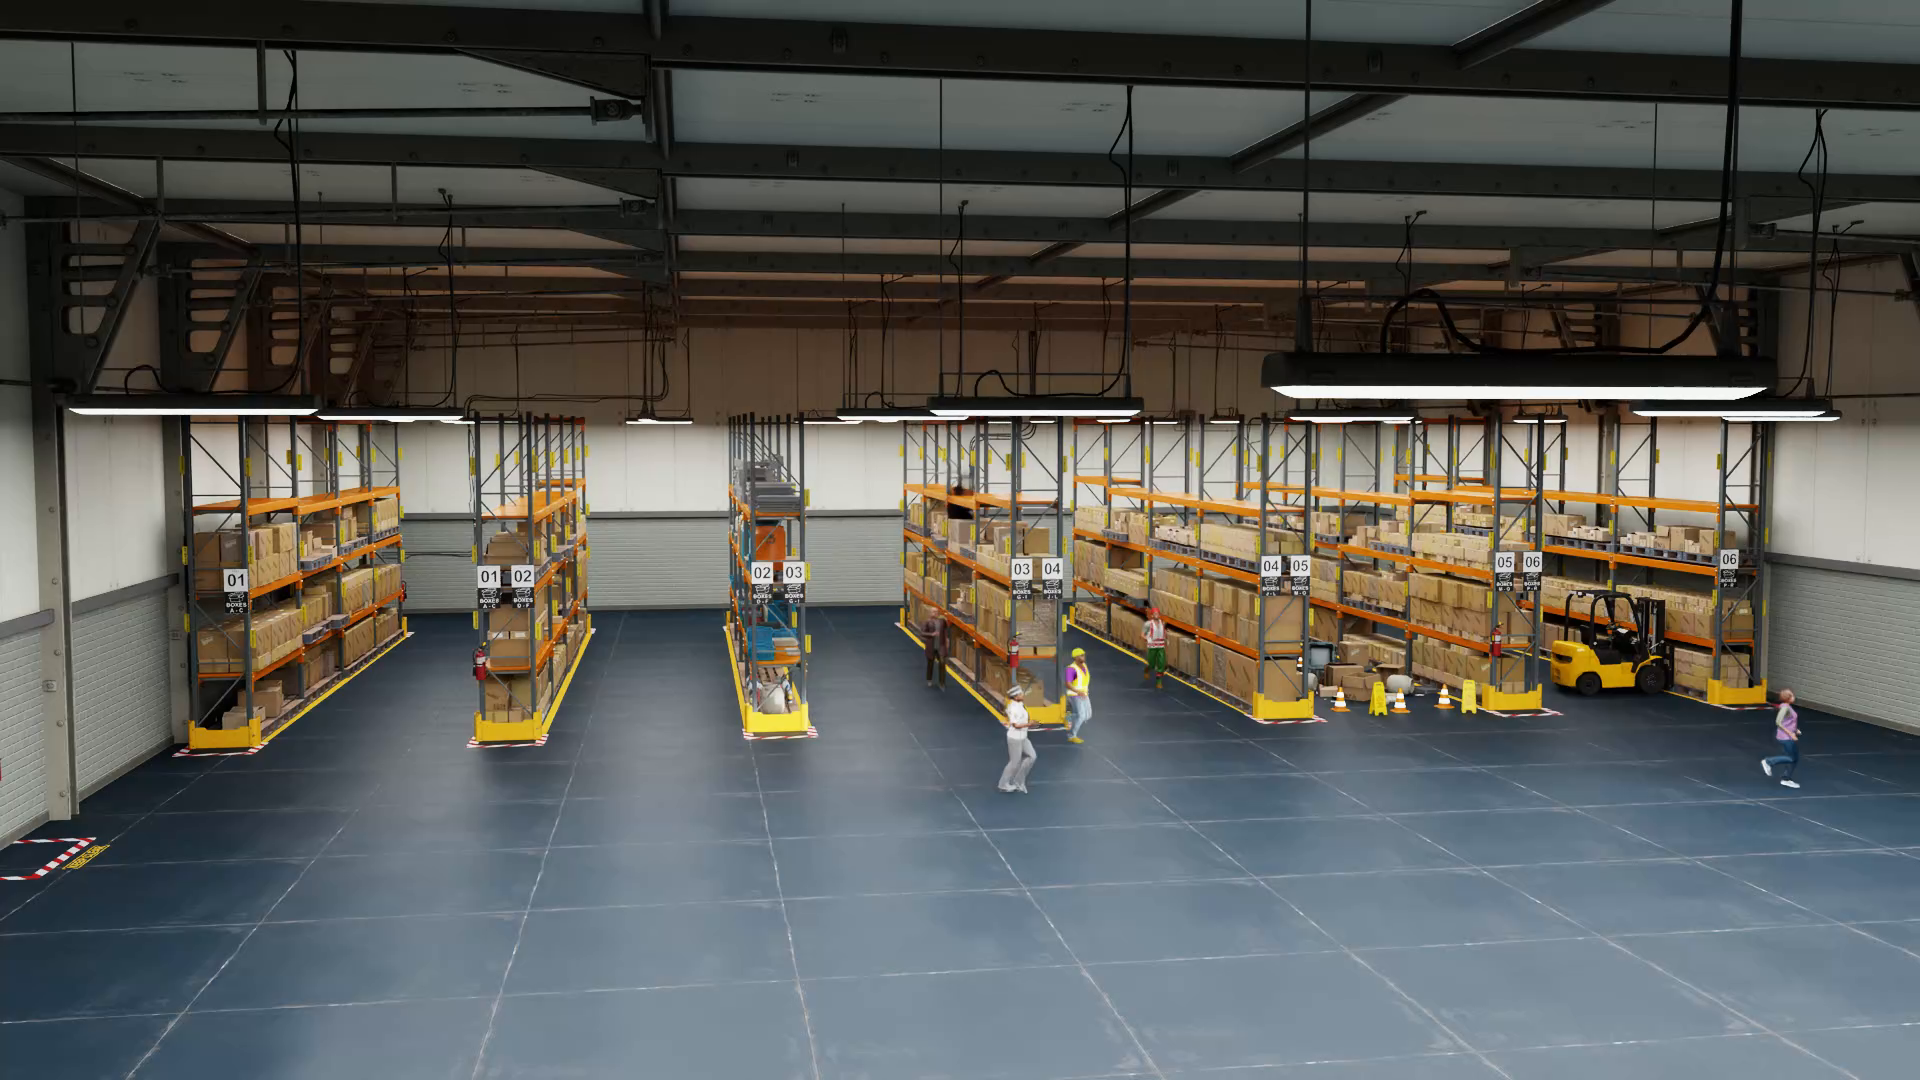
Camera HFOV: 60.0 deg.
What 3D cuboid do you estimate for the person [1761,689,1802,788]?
[{"bbox_3d":[13.111,3.152,26.521,0.562,1.563,0.536,2,4,30],"label":"person"}]

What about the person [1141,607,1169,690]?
[{"bbox_3d":[4.287,2.359,36.463,0.655,1.769,0.888,-1,4,-17],"label":"person"}]

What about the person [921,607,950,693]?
[{"bbox_3d":[-0.541,2.361,36.155,0.678,1.829,0.923,-1,4,-13],"label":"person"}]

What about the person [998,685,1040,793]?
[{"bbox_3d":[0.931,3.118,25.996,0.667,1.728,0.558,1,4,14],"label":"person"}]

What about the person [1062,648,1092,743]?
[{"bbox_3d":[2.134,2.811,30.206,0.647,1.717,0.721,3,5,34],"label":"person"}]
